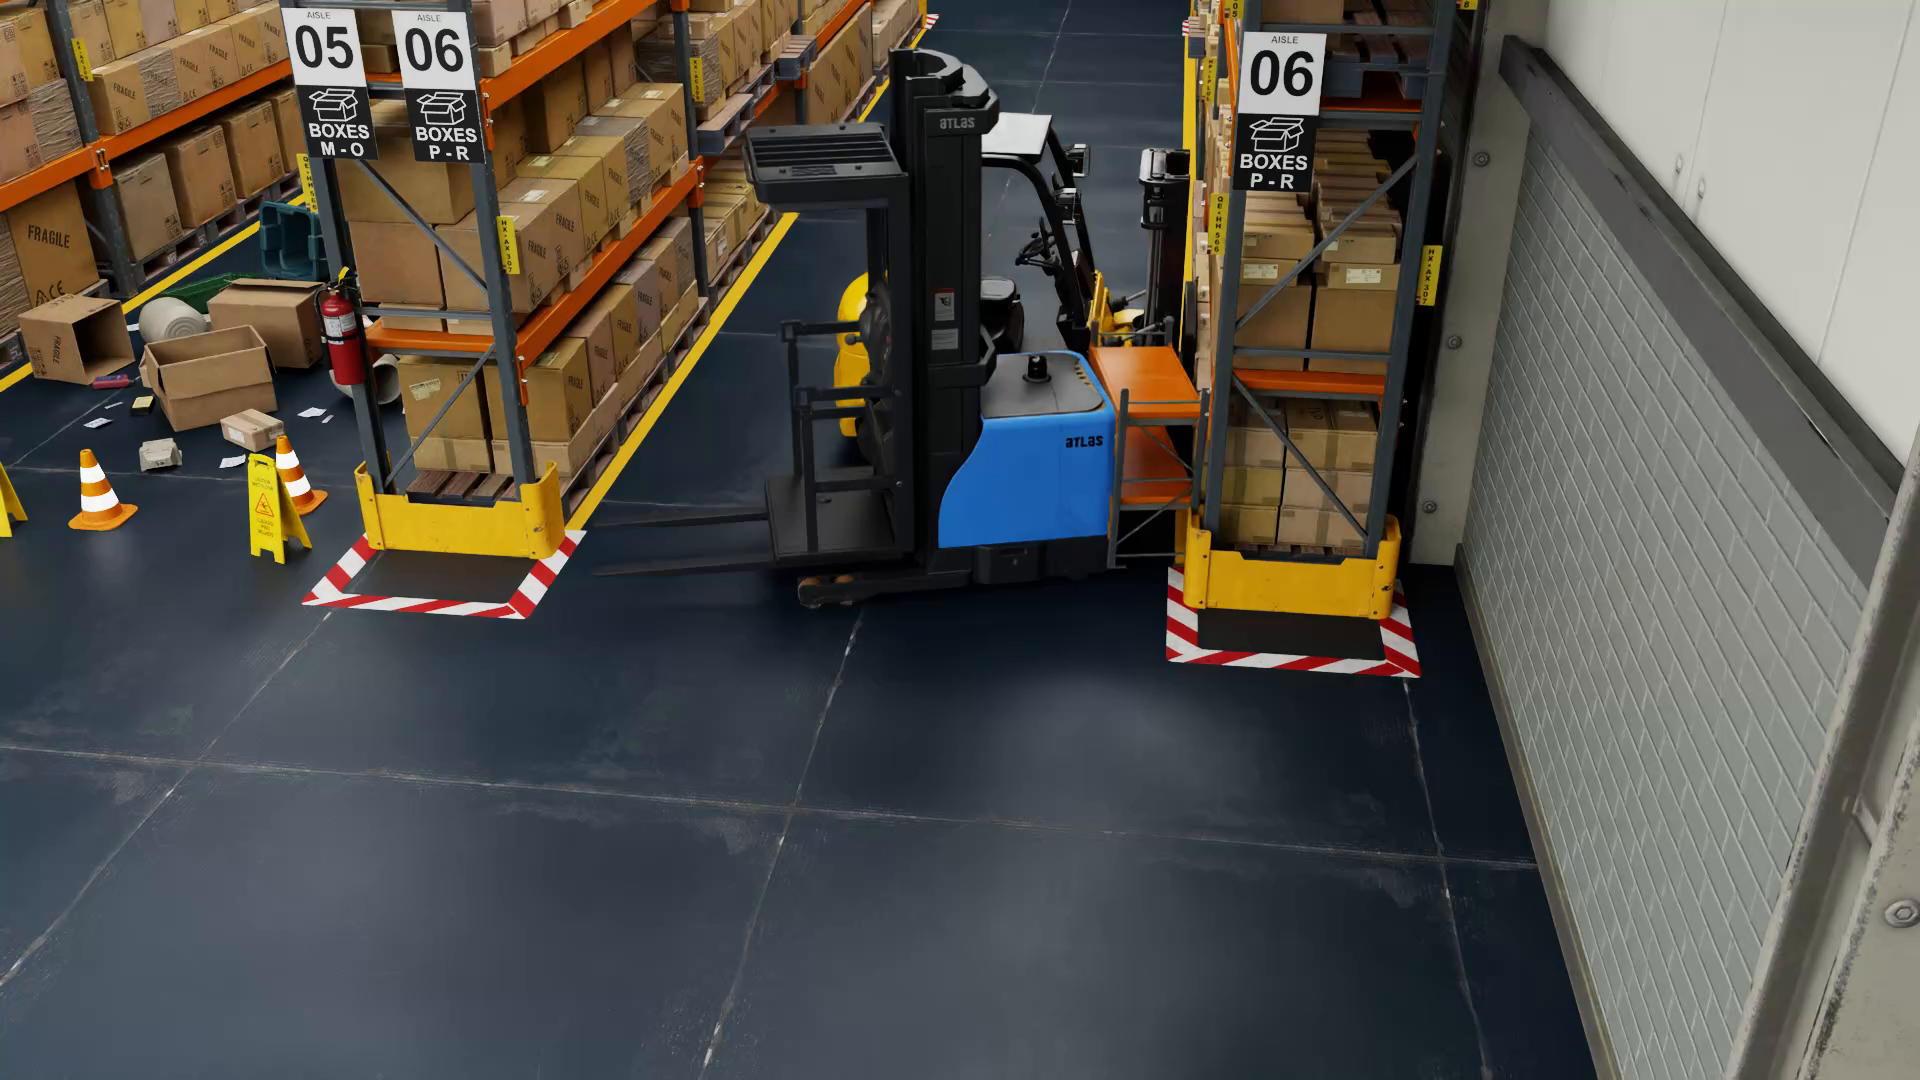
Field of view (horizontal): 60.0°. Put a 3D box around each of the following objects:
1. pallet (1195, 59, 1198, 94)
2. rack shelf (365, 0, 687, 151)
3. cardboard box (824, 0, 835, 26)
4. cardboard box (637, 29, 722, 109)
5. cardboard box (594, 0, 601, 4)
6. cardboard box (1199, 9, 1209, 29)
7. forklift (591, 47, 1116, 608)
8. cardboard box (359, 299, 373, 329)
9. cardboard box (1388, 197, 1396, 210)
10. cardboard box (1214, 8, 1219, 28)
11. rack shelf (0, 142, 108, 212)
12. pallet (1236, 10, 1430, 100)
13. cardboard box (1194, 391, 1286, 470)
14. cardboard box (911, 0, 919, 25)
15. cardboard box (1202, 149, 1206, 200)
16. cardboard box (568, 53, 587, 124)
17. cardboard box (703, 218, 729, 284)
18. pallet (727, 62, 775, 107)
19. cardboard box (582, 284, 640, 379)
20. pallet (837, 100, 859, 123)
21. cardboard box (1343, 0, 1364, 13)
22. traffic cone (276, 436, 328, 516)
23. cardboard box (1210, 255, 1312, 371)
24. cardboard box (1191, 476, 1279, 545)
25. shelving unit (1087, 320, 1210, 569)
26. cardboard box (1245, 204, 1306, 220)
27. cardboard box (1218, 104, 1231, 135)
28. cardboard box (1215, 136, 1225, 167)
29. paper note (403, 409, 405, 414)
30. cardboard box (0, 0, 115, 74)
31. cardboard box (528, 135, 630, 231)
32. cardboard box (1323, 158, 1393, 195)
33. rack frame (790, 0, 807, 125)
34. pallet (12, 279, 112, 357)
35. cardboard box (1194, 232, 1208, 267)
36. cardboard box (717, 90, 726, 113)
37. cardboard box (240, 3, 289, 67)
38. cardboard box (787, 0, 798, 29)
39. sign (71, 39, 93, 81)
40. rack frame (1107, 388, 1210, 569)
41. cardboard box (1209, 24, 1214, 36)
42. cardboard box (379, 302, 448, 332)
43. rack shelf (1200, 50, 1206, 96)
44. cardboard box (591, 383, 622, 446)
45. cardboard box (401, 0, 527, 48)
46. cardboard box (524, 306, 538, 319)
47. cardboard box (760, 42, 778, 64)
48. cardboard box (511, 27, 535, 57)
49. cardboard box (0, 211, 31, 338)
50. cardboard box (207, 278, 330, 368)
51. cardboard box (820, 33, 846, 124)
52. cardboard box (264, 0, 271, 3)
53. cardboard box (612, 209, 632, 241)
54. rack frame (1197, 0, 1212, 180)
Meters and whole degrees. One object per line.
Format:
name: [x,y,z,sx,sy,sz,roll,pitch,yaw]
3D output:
pallet: [3.440,-5.738,20.678,1.003,0.211,1.213,3,28,6]
rack shelf: [-2.797,-3.225,10.670,1.077,0.370,4.000,3,28,6]
cardboard box: [-1.636,-5.685,17.798,0.500,0.250,0.500,4,29,8]
cardboard box: [-2.210,-3.727,13.143,0.500,0.500,0.500,4,29,7]
cardboard box: [-2.543,-3.606,10.883,0.380,0.149,0.250,4,29,7]
cardboard box: [2.565,-5.165,16.497,0.380,0.149,0.250,4,29,7]
forklift: [-0.651,-1.172,9.336,3.031,2.935,1.130,-5,29,-8]
cardboard box: [-4.781,-1.701,13.127,0.258,0.266,0.396,-17,33,-29]
cardboard box: [2.383,-1.942,9.903,0.380,0.149,0.250,4,29,7]
cardboard box: [2.496,-4.708,15.036,0.380,0.149,0.250,4,29,8]
rack shelf: [-7.722,-2.145,11.827,1.077,0.370,4.000,3,28,6]
pallet: [1.997,-2.606,8.856,1.003,0.211,1.213,3,28,6]
cardboard box: [1.632,-0.643,9.683,0.500,0.250,0.500,4,29,8]
cardboard box: [-1.063,-7.552,23.364,0.875,0.438,0.875,2,28,4]
cardboard box: [2.775,-3.606,15.841,0.875,0.625,0.625,4,29,8]
cardboard box: [-2.993,-3.110,11.386,0.700,0.500,0.500,3,28,5]
cardboard box: [-2.490,-2.438,13.941,0.950,0.372,0.625,4,29,7]
pallet: [-2.263,-4.027,14.765,1.003,0.211,1.213,3,28,6]
cardboard box: [-2.537,-1.442,11.429,0.500,0.500,0.500,4,29,7]
pallet: [-1.738,-4.758,18.859,1.003,0.211,1.213,3,28,6]
cardboard box: [1.922,-3.286,9.370,0.700,0.500,0.500,4,29,7]
traffic cone: [-4.269,-0.441,10.580,0.336,0.463,0.334,3,28,6]
cardboard box: [1.685,-1.284,9.366,0.500,0.500,0.500,3,28,5]
cardboard box: [1.629,-0.207,9.929,0.500,0.250,0.500,4,29,7]
shelving unit: [1.076,-0.584,9.894,0.538,1.125,1.048,-1,29,-5]
cardboard box: [1.719,-1.753,9.238,0.380,0.149,0.250,3,28,6]
cardboard box: [1.943,-2.840,11.256,0.380,0.149,0.250,4,29,7]
cardboard box: [1.903,-2.590,11.105,0.380,0.149,0.250,3,28,6]
paper note: [-3.934,-0.938,11.960,0.142,0.019,0.148,-6,29,-11]
cardboard box: [-7.422,-4.121,13.578,0.700,0.500,0.500,3,28,5]
cardboard box: [-2.533,-2.386,11.097,0.500,0.500,0.500,3,28,5]
cardboard box: [2.405,-2.205,10.077,0.380,0.149,0.250,3,28,5]
rack frame: [-2.061,-5.046,16.454,1.000,3.000,0.127,3,28,6]
pallet: [-7.647,-1.822,13.410,1.003,0.211,1.213,3,28,6]
cardboard box: [2.004,-2.081,12.353,0.500,0.250,0.500,3,28,5]
cardboard box: [-2.131,-3.596,13.585,0.380,0.149,0.250,4,29,7]
cardboard box: [-6.838,-4.868,16.017,0.500,0.500,0.500,3,28,6]
cardboard box: [-1.841,-5.176,15.832,0.500,0.500,0.500,3,28,5]
sign: [-6.926,-3.788,13.122,0.100,0.325,0.005,3,28,6]
rack frame: [1.123,-0.339,9.451,0.500,1.125,0.032,-1,29,-5]
cardboard box: [2.506,-4.483,15.040,0.500,0.250,0.500,4,29,8]
cardboard box: [-3.208,-1.358,9.873,0.380,0.149,0.250,4,29,8]
rack shelf: [3.110,-5.384,17.839,1.077,0.370,4.000,3,28,6]
cardboard box: [-2.598,-0.858,11.136,0.500,0.250,0.500,4,29,8]
cardboard box: [-2.716,-2.887,9.128,0.500,0.250,0.500,3,28,5]
cardboard box: [-2.778,-1.437,10.020,0.380,0.149,0.250,4,29,7]
cardboard box: [-1.874,-4.452,15.174,0.380,0.149,0.250,4,29,7]
cardboard box: [-2.669,-2.879,9.533,0.380,0.149,0.250,4,29,8]
cardboard box: [-7.730,-1.936,12.479,0.875,0.875,0.875,4,29,7]
cardboard box: [-5.233,-1.656,12.649,0.797,0.637,0.503,3,28,6]
cardboard box: [-1.781,-5.035,18.231,0.875,0.875,0.875,4,29,7]
cardboard box: [-7.051,-5.559,16.247,0.700,0.500,0.500,3,28,6]
cardboard box: [-2.466,-2.163,11.367,0.380,0.149,0.250,4,29,7]
rack frame: [2.865,-4.759,15.921,1.000,3.000,0.127,3,28,6]
